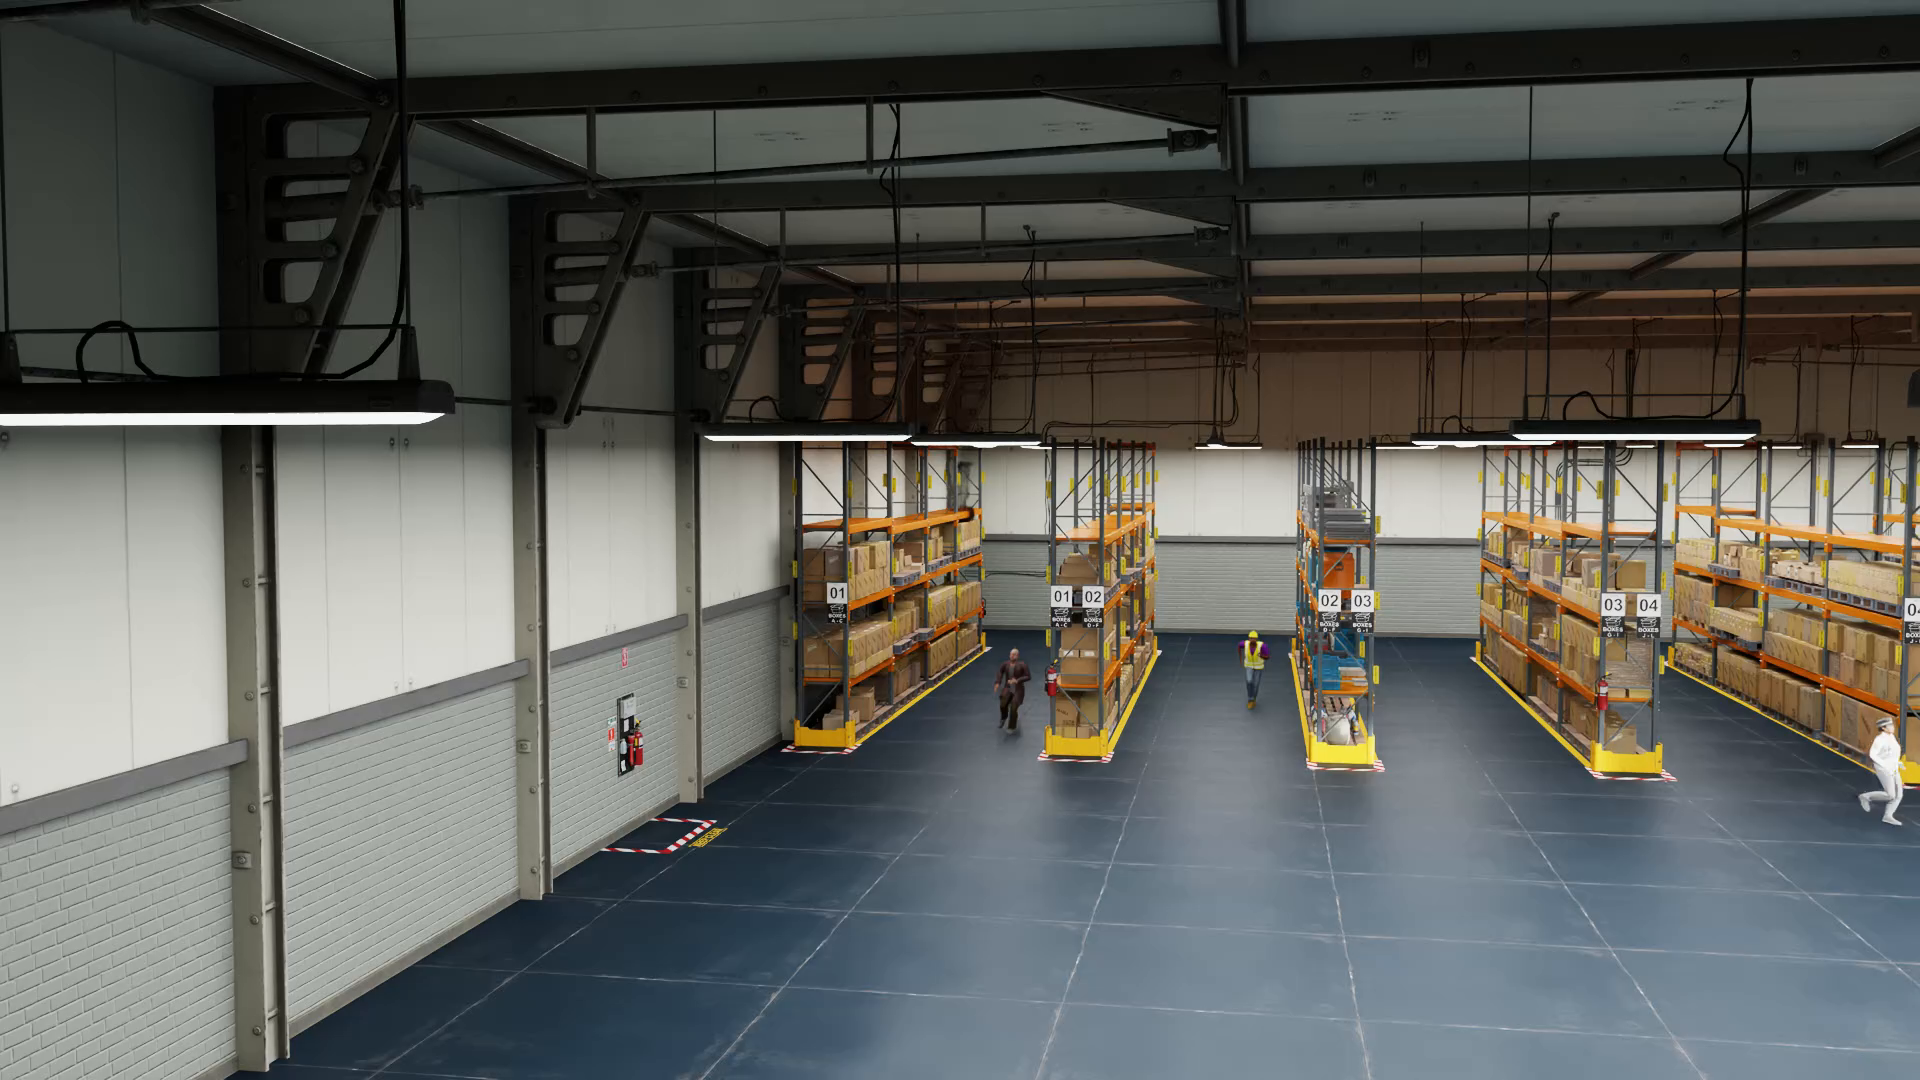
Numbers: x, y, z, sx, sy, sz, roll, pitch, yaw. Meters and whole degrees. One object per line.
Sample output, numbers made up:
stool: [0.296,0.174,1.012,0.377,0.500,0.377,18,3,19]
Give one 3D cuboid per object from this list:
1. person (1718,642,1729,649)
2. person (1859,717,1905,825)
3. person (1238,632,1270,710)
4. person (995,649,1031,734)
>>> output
person: [20.612,2.543,45.327,0.615,1.569,0.742,-2,4,-38]
person: [14.267,3.544,25.696,0.622,1.657,0.612,-2,4,-35]
person: [6.569,2.895,37.209,0.686,1.751,0.941,0,3,8]
person: [1.064,3.083,33.815,0.807,1.734,0.598,1,3,14]
